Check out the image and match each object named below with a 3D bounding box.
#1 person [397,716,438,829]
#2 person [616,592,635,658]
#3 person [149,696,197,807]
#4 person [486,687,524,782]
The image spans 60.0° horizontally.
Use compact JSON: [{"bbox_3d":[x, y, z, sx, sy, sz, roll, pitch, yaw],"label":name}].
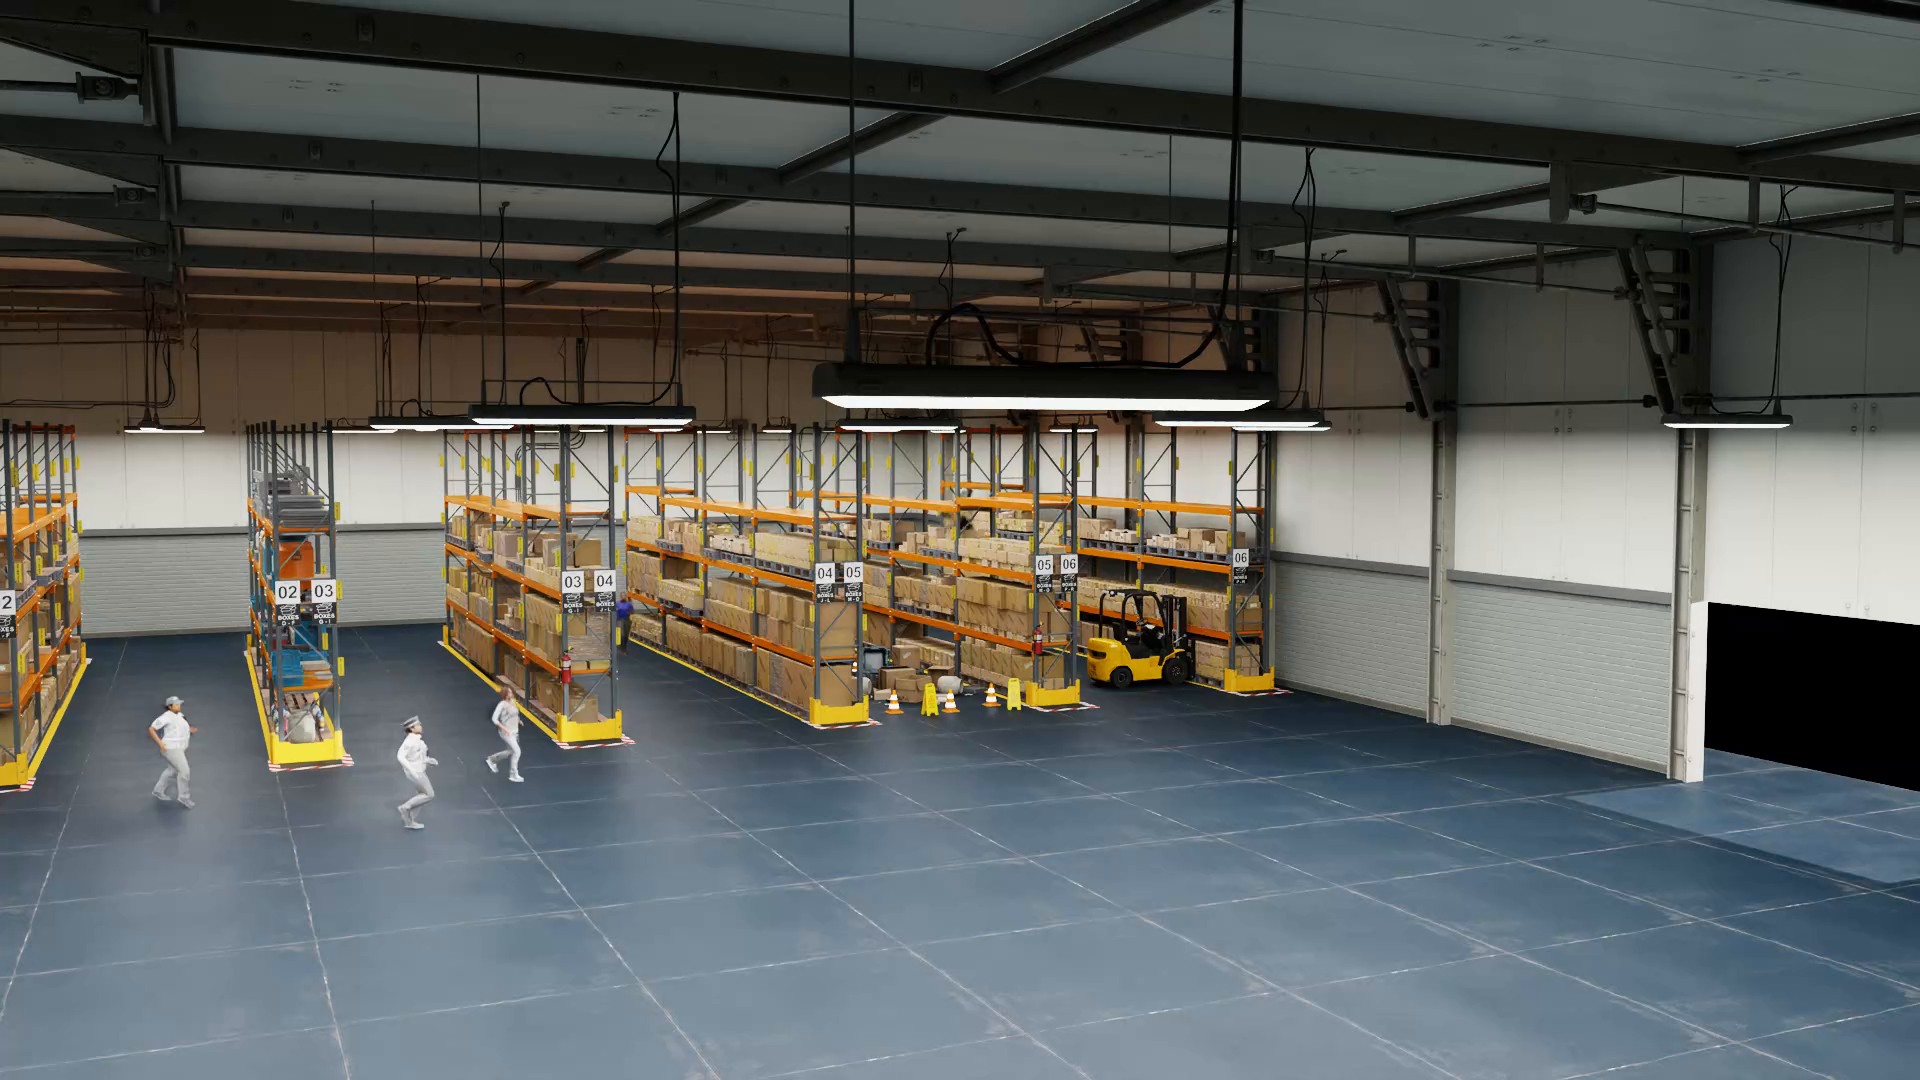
[{"bbox_3d":[-7.891,3.383,24.229,0.540,1.651,0.608,-1,4,-8],"label":"person"},{"bbox_3d":[-8.737,2.231,43.161,0.562,1.585,0.885,-2,4,-29],"label":"person"},{"bbox_3d":[-12.187,3.281,25.763,0.755,1.727,0.581,0,4,-1],"label":"person"},{"bbox_3d":[-7.560,3.218,27.637,0.669,1.587,0.534,1,4,13],"label":"person"}]
